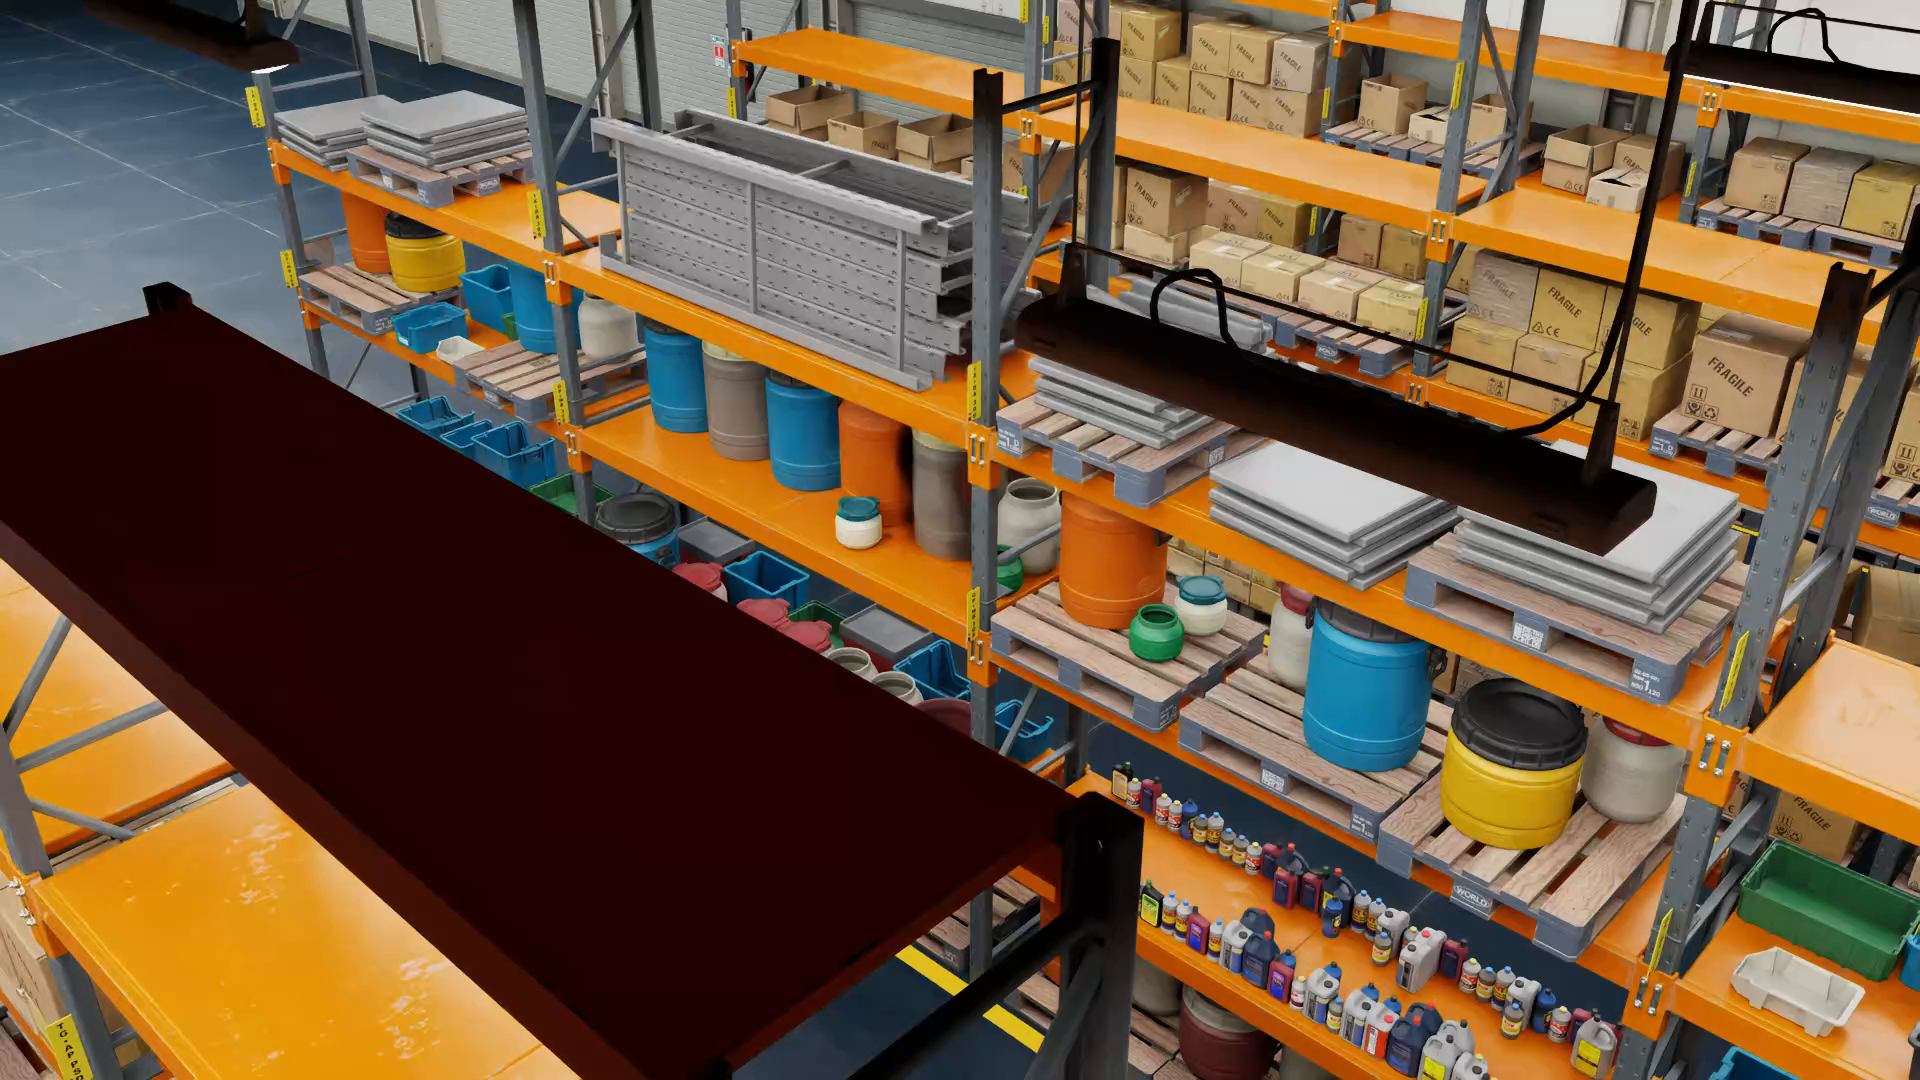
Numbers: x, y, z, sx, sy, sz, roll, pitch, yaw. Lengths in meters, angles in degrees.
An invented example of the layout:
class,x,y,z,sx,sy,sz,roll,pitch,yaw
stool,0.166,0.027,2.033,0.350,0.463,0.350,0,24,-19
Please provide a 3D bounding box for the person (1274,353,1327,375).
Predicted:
class,x,y,z,sx,sy,sz,roll,pitch,yaw
person,3.685,-1.999,17.879,0.511,1.682,0.679,-16,33,-27
